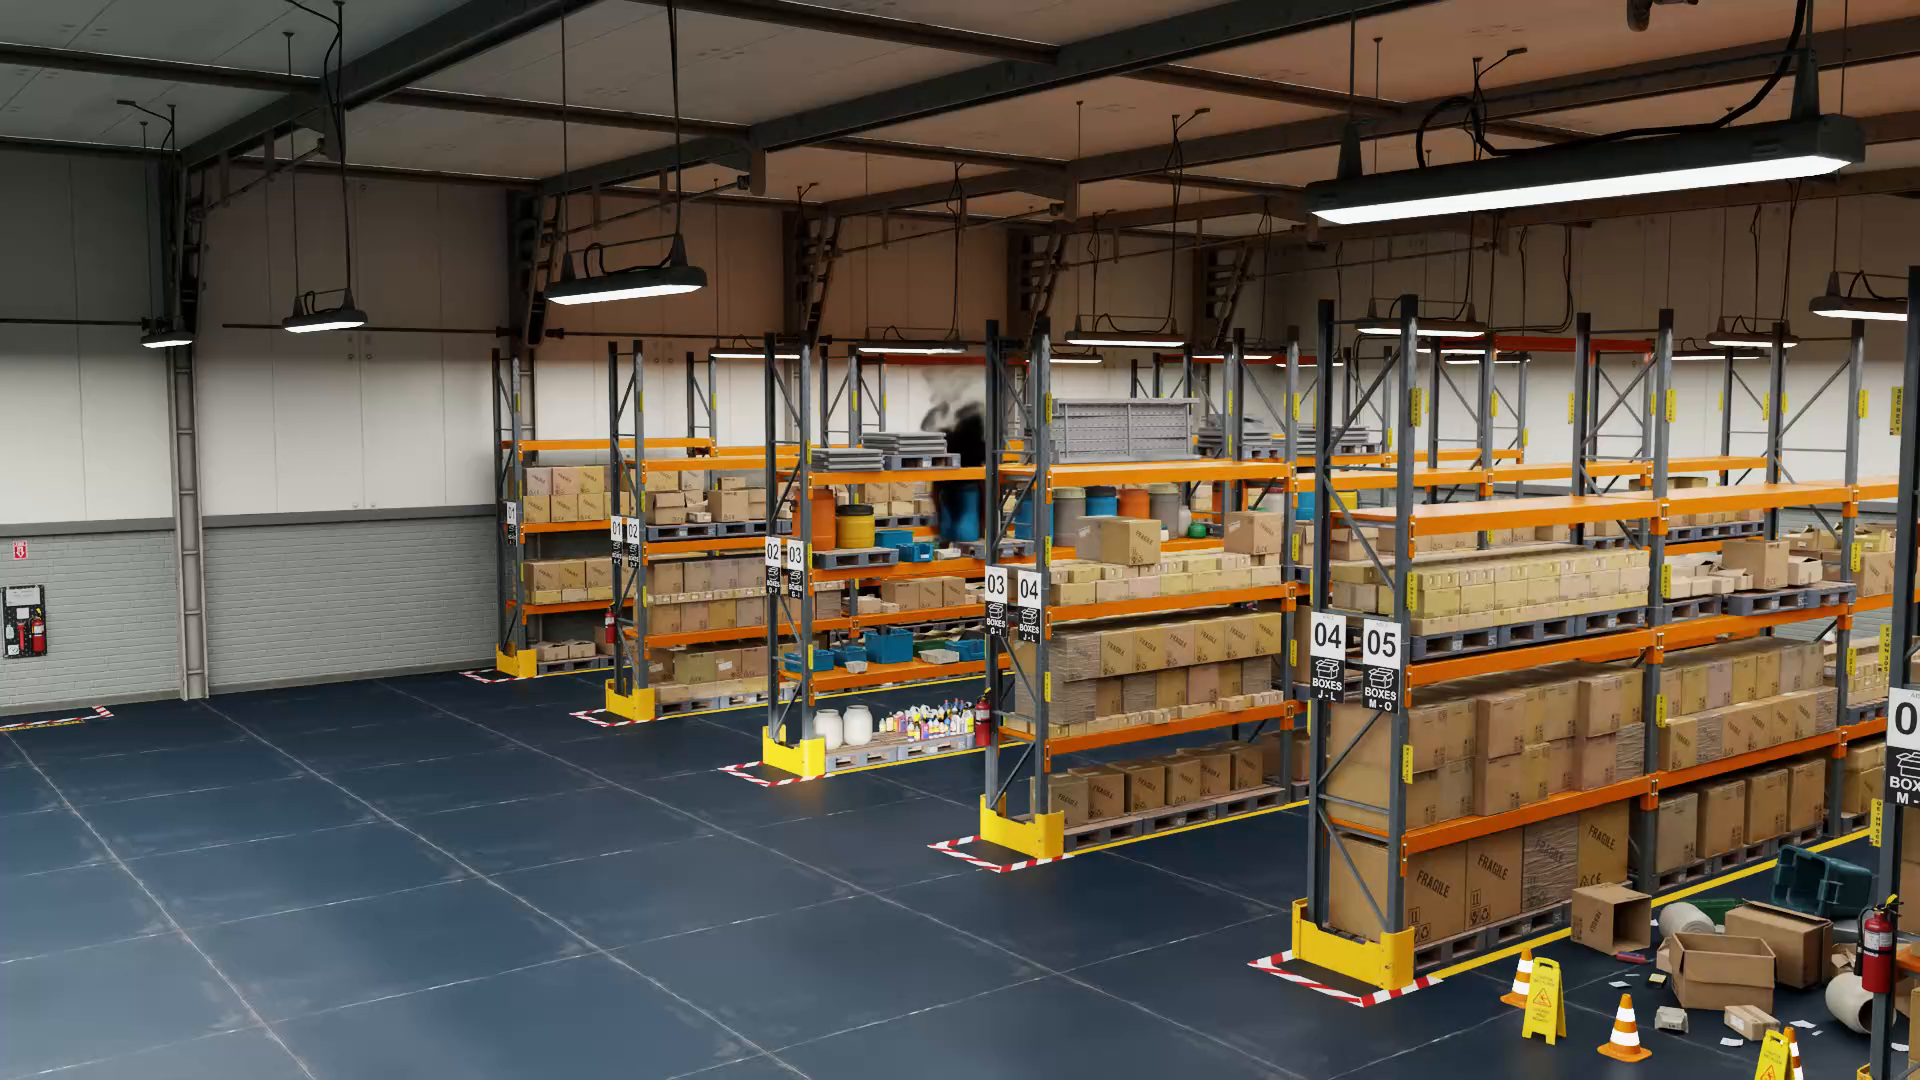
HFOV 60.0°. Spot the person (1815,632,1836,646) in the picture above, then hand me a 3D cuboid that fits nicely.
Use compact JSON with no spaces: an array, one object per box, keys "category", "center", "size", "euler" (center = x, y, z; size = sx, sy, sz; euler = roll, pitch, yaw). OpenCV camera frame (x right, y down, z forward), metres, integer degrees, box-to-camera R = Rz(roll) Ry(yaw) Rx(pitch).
[{"category":"person","center":[12.381,2.201,23.706],"size":[0.892,1.788,0.647],"euler":[-3,6,-30]}]

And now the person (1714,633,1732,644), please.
[{"category":"person","center":[11.204,2.150,24.510],"size":[0.588,1.677,0.999],"euler":[5,7,45]}]

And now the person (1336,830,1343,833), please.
[{"category":"person","center":[4.232,2.805,17.445],"size":[0.738,1.715,0.531],"euler":[-5,7,-43]}]
